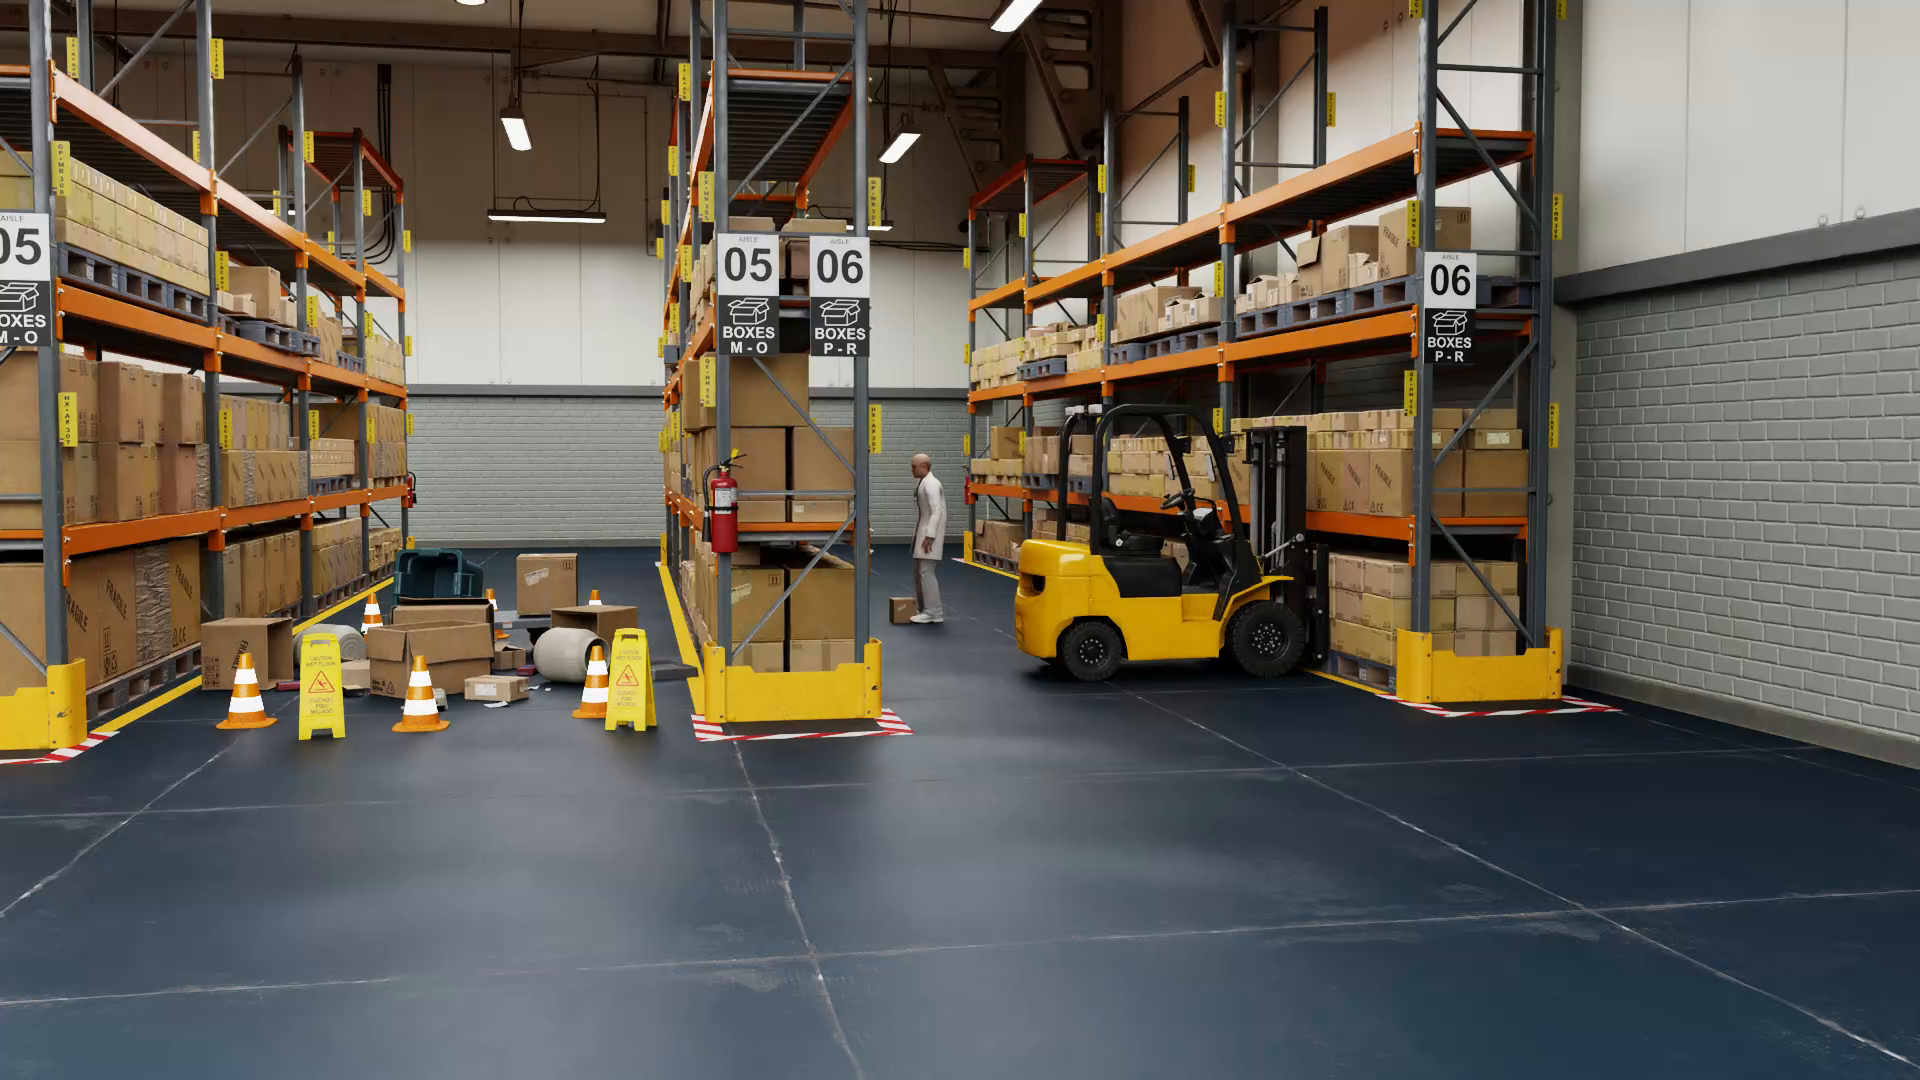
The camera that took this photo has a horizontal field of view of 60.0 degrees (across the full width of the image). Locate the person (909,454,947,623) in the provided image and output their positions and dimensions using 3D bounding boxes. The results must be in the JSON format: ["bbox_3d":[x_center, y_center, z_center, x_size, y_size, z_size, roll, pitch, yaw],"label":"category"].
[{"bbox_3d":[-0.356,-0.023,17.552,0.416,1.774,0.651,-1,3,-12],"label":"person"}]
